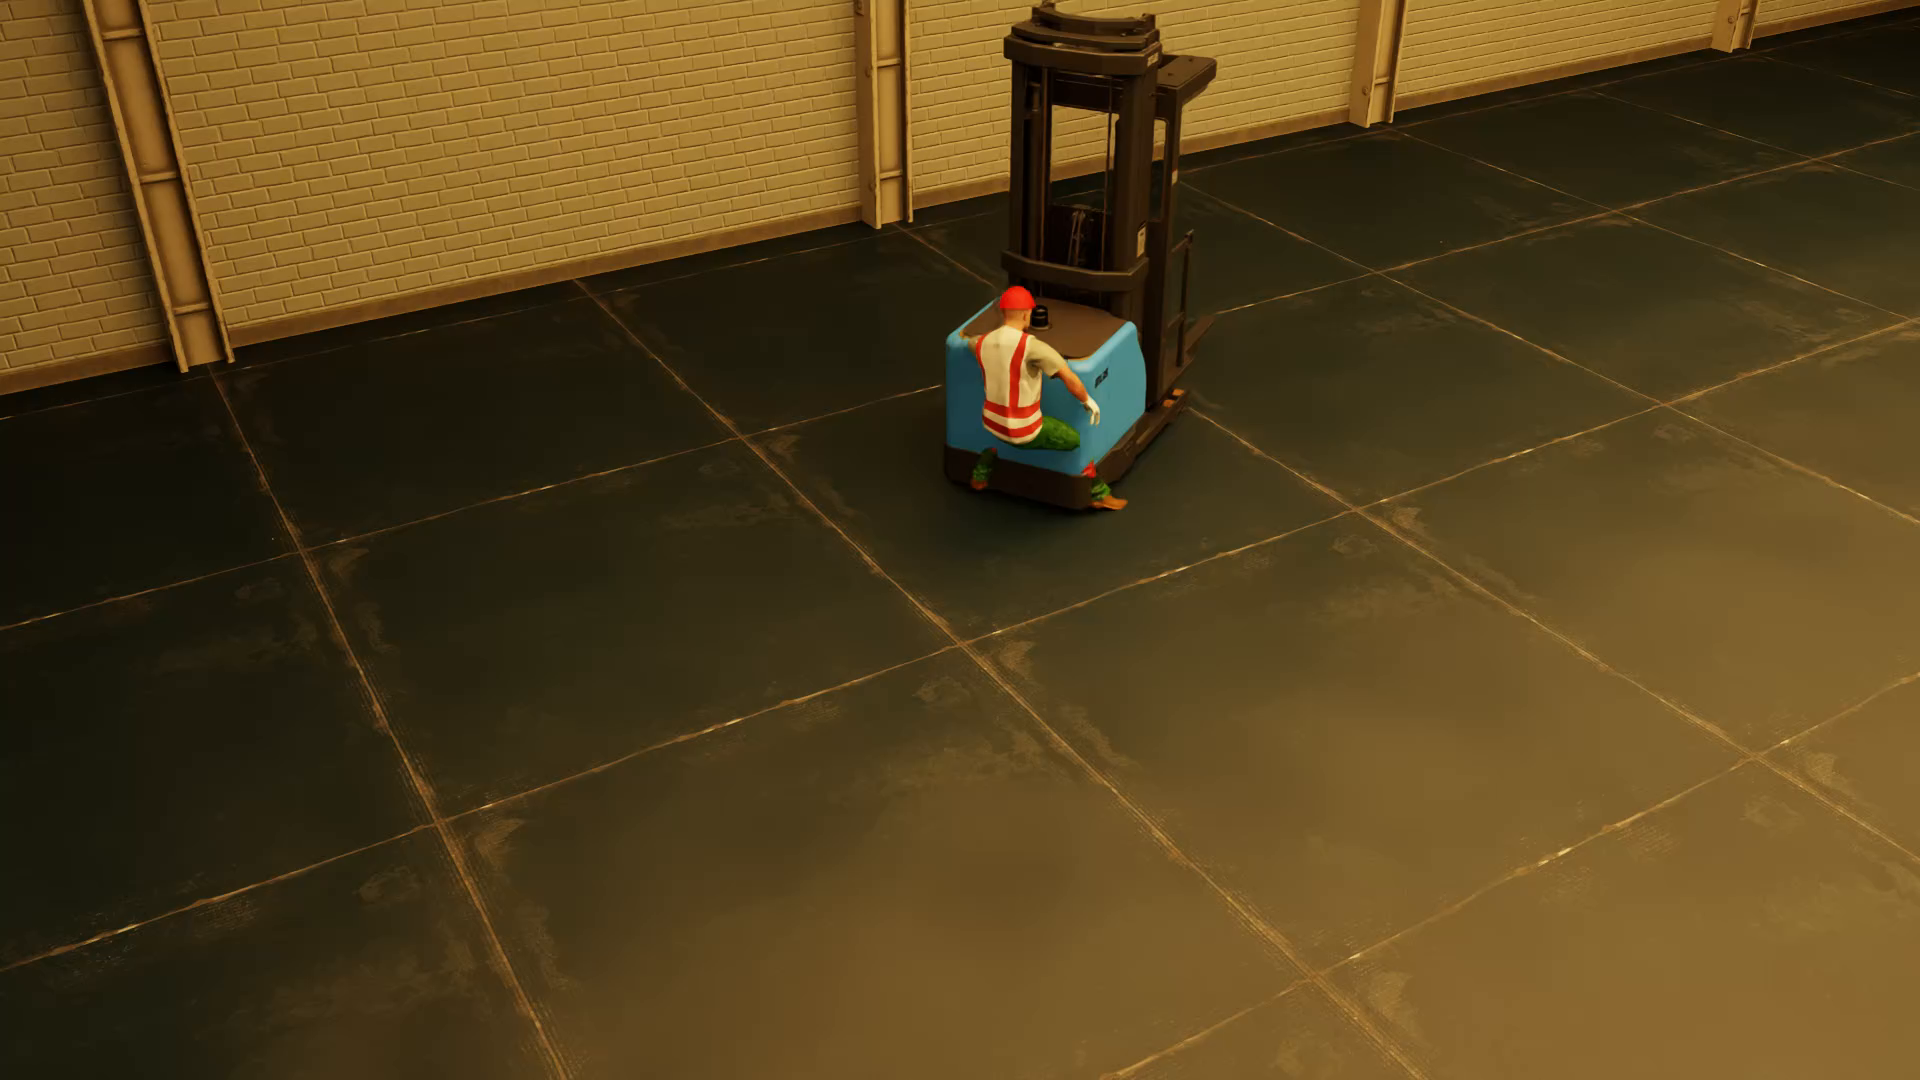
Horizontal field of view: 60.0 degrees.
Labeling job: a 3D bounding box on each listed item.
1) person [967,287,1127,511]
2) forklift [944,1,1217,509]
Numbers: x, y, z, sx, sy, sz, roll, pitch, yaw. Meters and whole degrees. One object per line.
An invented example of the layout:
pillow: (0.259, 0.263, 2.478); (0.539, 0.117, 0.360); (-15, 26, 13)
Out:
person: (0.512, -0.874, 10.487); (0.890, 1.559, 0.954); (-27, 40, -37)
forklift: (1.010, -2.191, 11.306); (1.130, 2.935, 3.031); (15, 34, 23)
